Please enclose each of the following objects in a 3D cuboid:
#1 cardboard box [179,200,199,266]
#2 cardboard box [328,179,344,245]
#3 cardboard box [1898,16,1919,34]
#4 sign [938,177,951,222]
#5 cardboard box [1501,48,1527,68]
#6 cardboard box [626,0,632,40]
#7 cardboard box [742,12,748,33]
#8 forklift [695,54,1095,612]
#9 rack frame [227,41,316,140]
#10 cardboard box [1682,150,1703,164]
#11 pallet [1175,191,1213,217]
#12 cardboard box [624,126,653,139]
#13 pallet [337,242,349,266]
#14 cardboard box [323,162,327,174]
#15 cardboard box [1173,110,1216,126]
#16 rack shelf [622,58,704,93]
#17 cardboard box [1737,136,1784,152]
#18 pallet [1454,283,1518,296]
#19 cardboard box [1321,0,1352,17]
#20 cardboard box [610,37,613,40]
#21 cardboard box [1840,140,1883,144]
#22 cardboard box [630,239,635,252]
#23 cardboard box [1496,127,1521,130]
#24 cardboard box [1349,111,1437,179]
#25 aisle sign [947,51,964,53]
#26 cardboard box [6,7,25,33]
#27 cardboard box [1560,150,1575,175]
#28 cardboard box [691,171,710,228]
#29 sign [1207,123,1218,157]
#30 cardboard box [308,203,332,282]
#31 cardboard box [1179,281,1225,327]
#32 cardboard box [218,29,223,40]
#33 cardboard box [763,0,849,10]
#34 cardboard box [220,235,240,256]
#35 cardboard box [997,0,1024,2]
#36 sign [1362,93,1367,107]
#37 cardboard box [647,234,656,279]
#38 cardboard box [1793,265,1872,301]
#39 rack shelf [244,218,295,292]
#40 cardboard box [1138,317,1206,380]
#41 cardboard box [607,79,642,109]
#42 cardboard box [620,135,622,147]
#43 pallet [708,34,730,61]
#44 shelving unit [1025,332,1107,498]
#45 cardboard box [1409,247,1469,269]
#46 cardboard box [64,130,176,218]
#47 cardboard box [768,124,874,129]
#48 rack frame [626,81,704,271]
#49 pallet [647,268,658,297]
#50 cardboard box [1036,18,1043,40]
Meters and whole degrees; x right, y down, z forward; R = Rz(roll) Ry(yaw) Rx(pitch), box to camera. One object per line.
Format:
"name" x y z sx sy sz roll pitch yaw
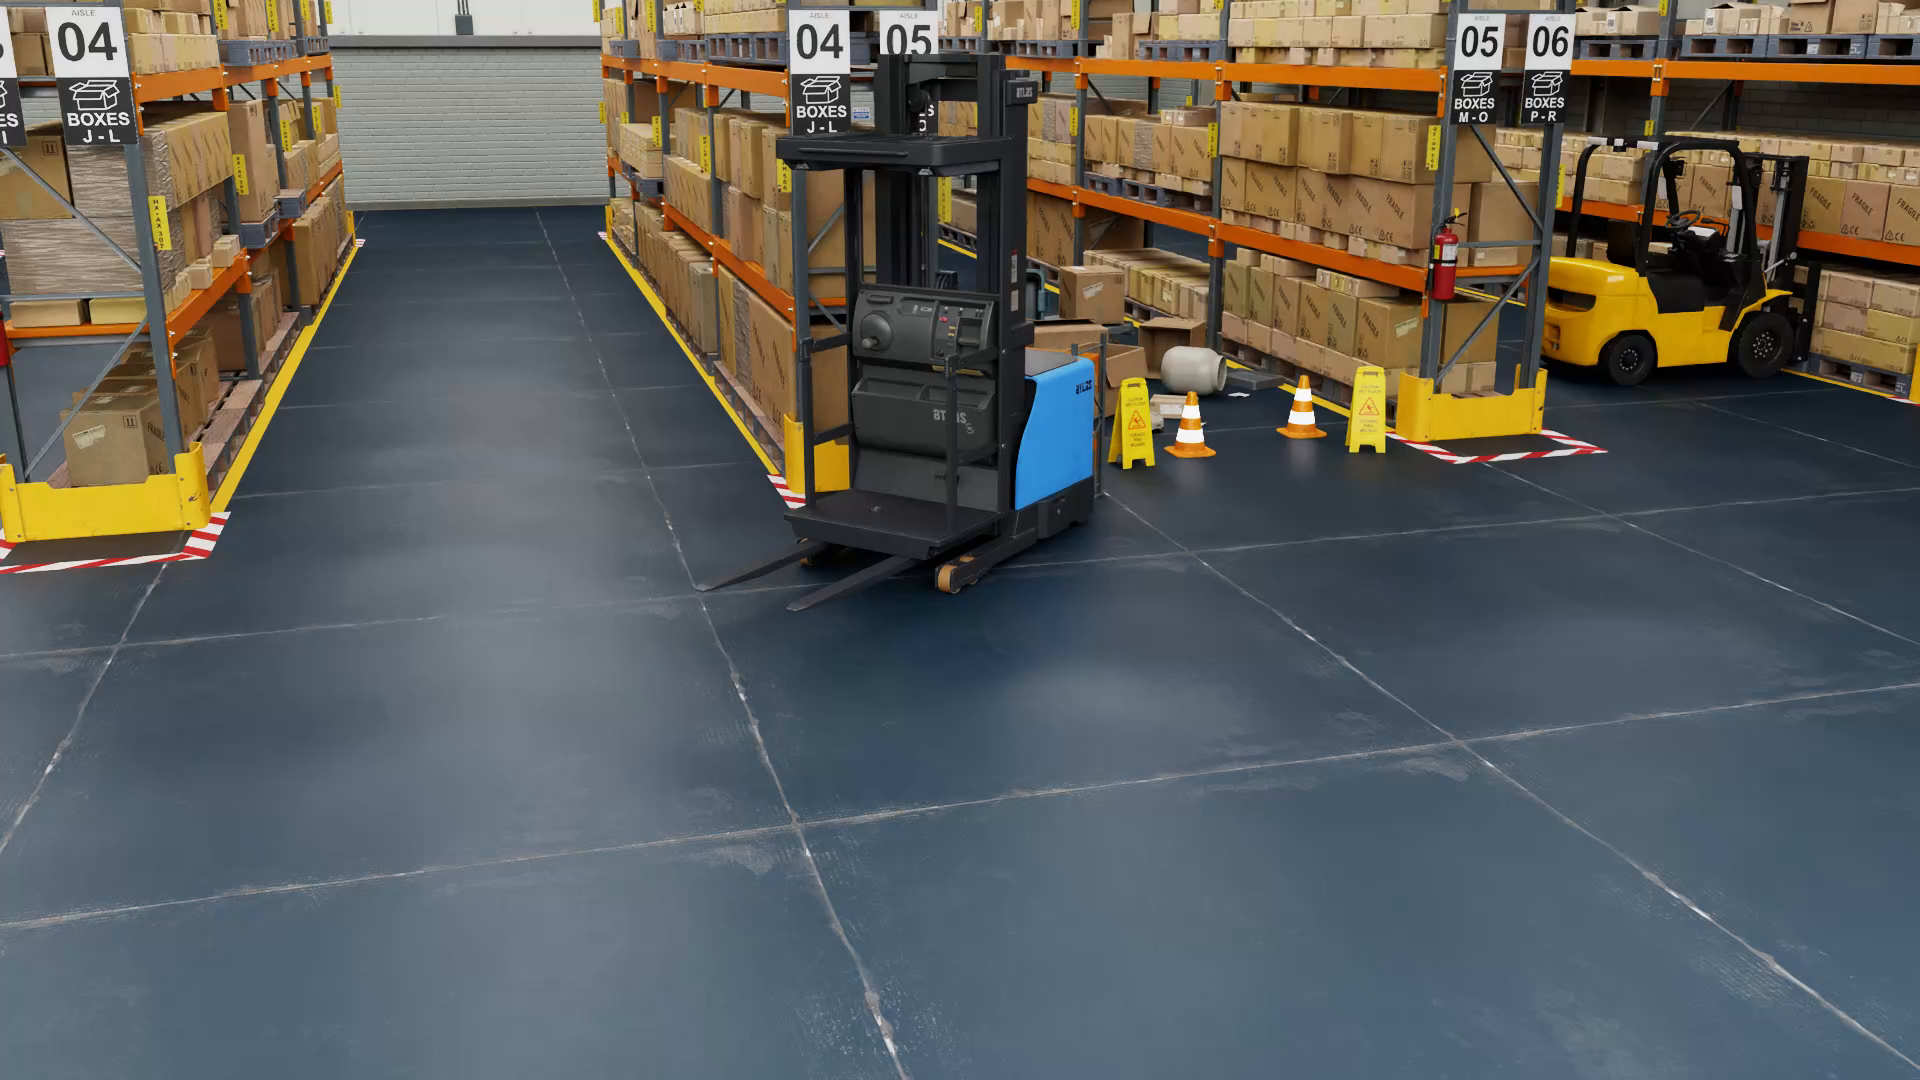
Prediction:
"cardboard box" -6.040 -2.243 12.016 0.875 0.500 0.500 -5 17 -15
"cardboard box" -9.335 -4.676 23.768 0.875 0.875 0.875 -5 17 -15
"cardboard box" 8.340 -4.436 14.326 0.380 0.149 0.250 -5 17 -17
"sign" -0.108 -2.348 11.412 0.100 0.325 0.005 -5 17 -15
"cardboard box" 4.309 -3.706 12.799 0.380 0.149 0.250 -5 17 -15
"cardboard box" -3.943 -6.745 21.574 0.700 0.500 0.500 -5 17 -15
"cardboard box" -1.410 -3.835 12.325 0.380 0.149 0.250 -5 17 -15
"forklift" -0.329 -1.250 9.519 1.130 2.935 3.031 10 19 30
"rack frame" -8.738 -4.808 21.245 1.000 3.000 0.127 -5 17 -15
"cardboard box" 7.668 -3.951 17.088 0.380 0.149 0.250 -4 17 -14
"pallet" 2.918 -3.510 17.257 1.003 0.211 1.213 -5 17 -15
"cardboard box" -4.059 -5.176 21.142 0.380 0.149 0.250 -5 17 -16
"pallet" -9.211 -4.027 23.493 1.003 0.211 1.213 -5 17 -15
"cardboard box" -8.645 -4.942 22.126 0.380 0.149 0.250 -4 17 -13
"cardboard box" 2.443 -4.381 17.273 0.380 0.149 0.250 -5 17 -17
"rack shelf" -3.392 -5.711 20.288 1.077 0.370 4.000 -5 17 -15
"cardboard box" 7.869 -3.878 16.329 0.380 0.149 0.250 -5 17 -16
"pallet" 6.850 -3.313 21.113 1.003 0.211 1.213 -5 17 -15
"cardboard box" 3.257 -4.462 13.930 0.380 0.149 0.250 -4 17 -14
"cardboard box" -4.737 -7.068 23.816 0.500 0.250 0.500 -5 17 -16
"cardboard box" 8.575 -3.707 15.760 0.380 0.149 0.250 -5 17 -15
"cardboard box" -4.377 -4.090 23.079 0.380 0.149 0.250 -4 17 -15
"cardboard box" 6.945 -5.163 21.126 0.380 0.149 0.250 -4 17 -13
"cardboard box" 3.606 -3.206 13.484 0.700 0.500 0.500 -5 17 -15
"aisle sign" -0.031 -7.988 27.311 0.394 0.787 0.004 -5 17 -15
"cardboard box" -5.817 -3.097 9.901 0.380 0.149 0.250 -5 17 -15
"cardboard box" 7.096 -4.339 19.075 0.500 0.250 0.500 -4 17 -14
"cardboard box" -2.282 -3.271 15.952 0.500 0.500 0.500 -5 17 -16
"sign" 2.456 -3.889 16.171 0.100 0.325 0.005 -5 17 -15
"cardboard box" -8.297 -3.569 20.084 1.225 0.875 0.875 -5 18 -17
"cardboard box" 2.842 -2.466 17.287 0.950 0.372 0.625 -4 17 -15
"cardboard box" -6.574 -4.421 13.831 0.797 0.503 0.637 -6 18 -18
"cardboard box" -1.047 -3.723 11.257 0.500 0.250 0.500 -4 17 -15
"cardboard box" -6.198 -2.439 13.794 0.380 0.149 0.250 -5 17 -15
"cardboard box" 0.830 -7.505 23.930 0.500 0.500 0.500 -4 17 -14
"sign" 6.094 -6.585 25.146 0.100 0.325 0.005 -5 17 -15
"cardboard box" -3.575 -3.520 20.573 0.500 0.500 0.500 -6 18 -18
"cardboard box" 8.139 -2.411 15.577 0.500 0.250 0.500 -4 17 -15
"rack shelf" -7.089 -2.804 15.824 1.077 0.370 4.000 -5 17 -15
"cardboard box" 1.975 -1.779 15.501 0.500 0.500 0.500 7 18 23
"cardboard box" -5.028 -6.664 24.994 0.500 0.500 0.500 -4 17 -14
"cardboard box" -4.276 -5.250 21.907 0.380 0.149 0.250 -4 17 -14
"pallet" -1.528 -4.127 13.916 1.003 0.211 1.213 -5 17 -15
"shelving unit" 0.410 -0.865 11.378 1.048 1.125 0.538 9 19 28
"cardboard box" 3.779 -2.239 13.128 0.380 0.149 0.250 -4 17 -13
"cardboard box" -5.330 -2.332 10.572 0.500 0.500 0.500 -5 17 -15
"cardboard box" -0.972 -2.858 12.616 0.875 0.550 0.550 -5 17 -15
"rack frame" -3.942 -5.173 22.458 1.000 3.000 0.127 -5 17 -15
"pallet" -3.387 -3.284 21.017 1.003 0.211 1.213 -5 17 -15
"cardboard box" 1.174 -6.412 20.874 0.396 0.266 0.258 -5 17 -17
